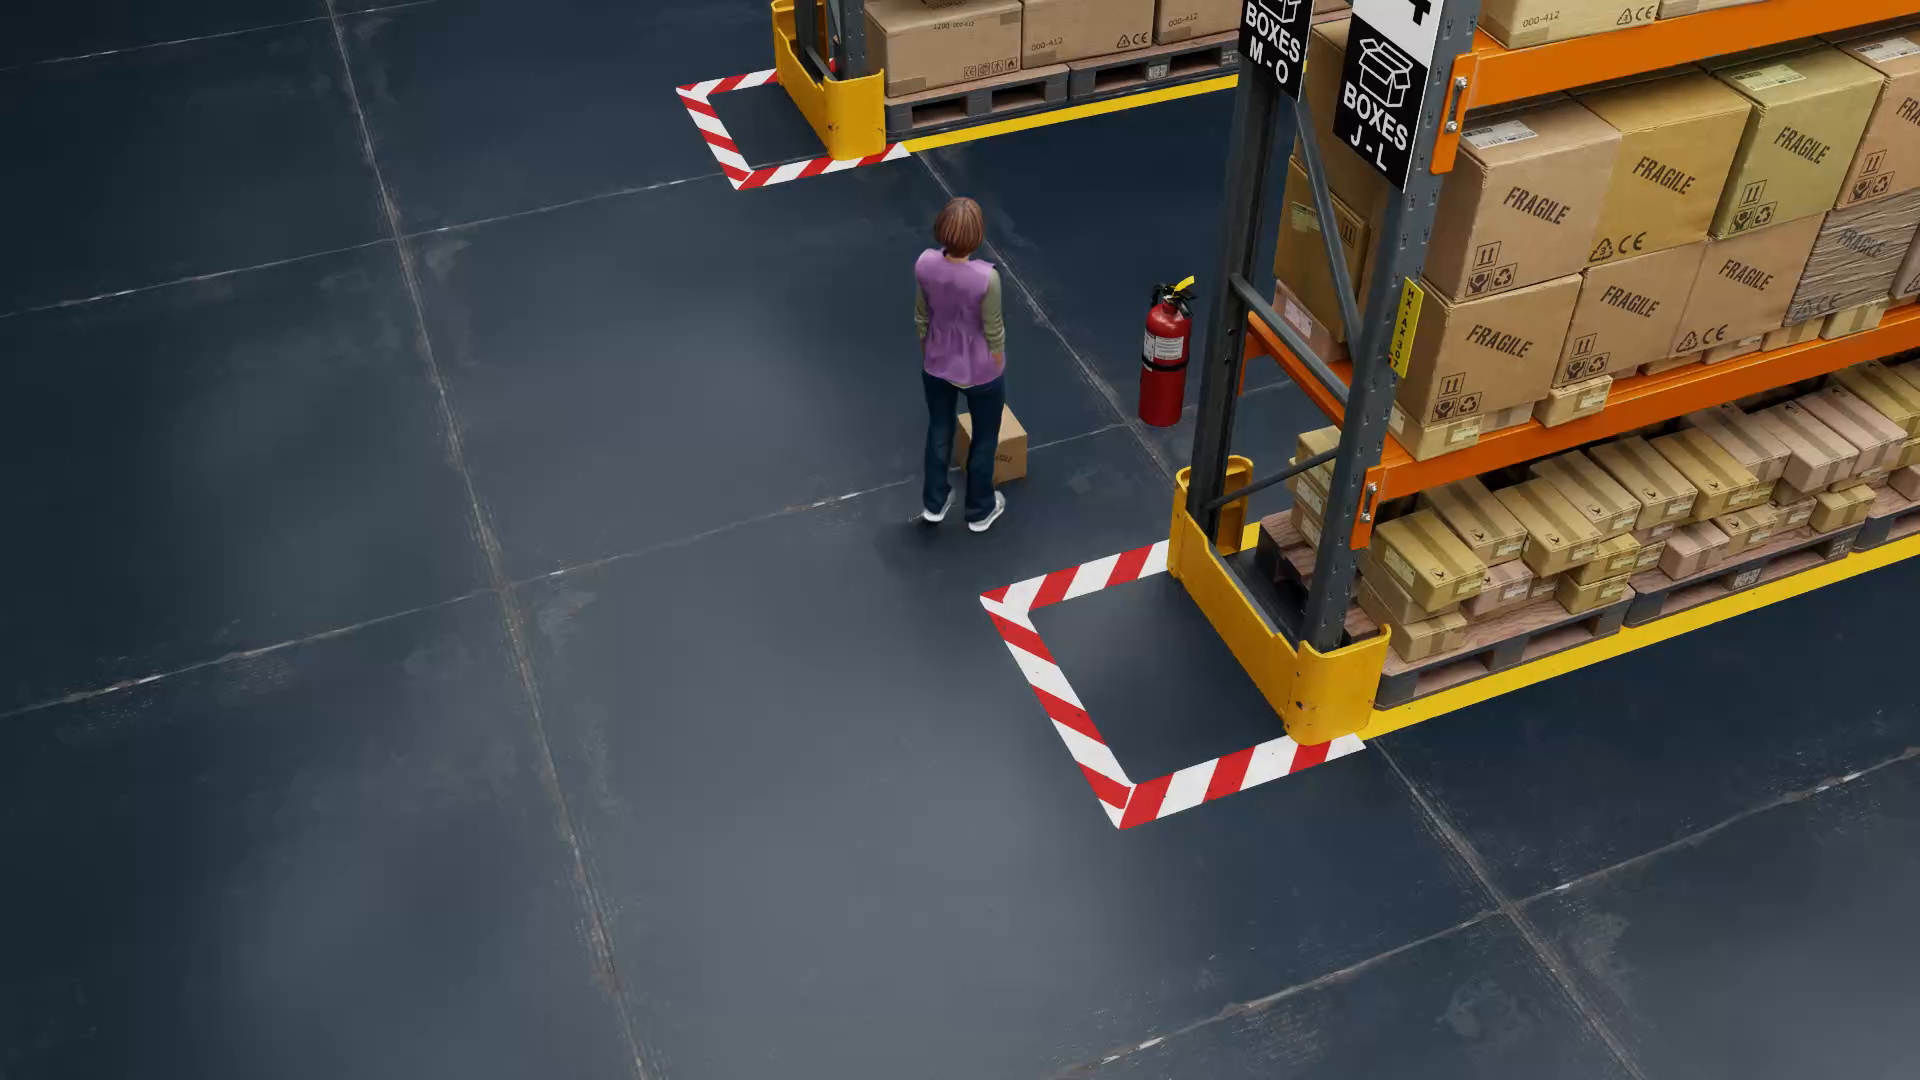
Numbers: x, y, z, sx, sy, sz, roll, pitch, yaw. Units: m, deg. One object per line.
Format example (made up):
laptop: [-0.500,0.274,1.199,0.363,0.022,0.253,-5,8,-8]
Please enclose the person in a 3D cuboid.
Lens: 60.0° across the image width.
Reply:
person: [-0.002,-0.714,6.968,0.406,1.613,0.316,18,45,18]
